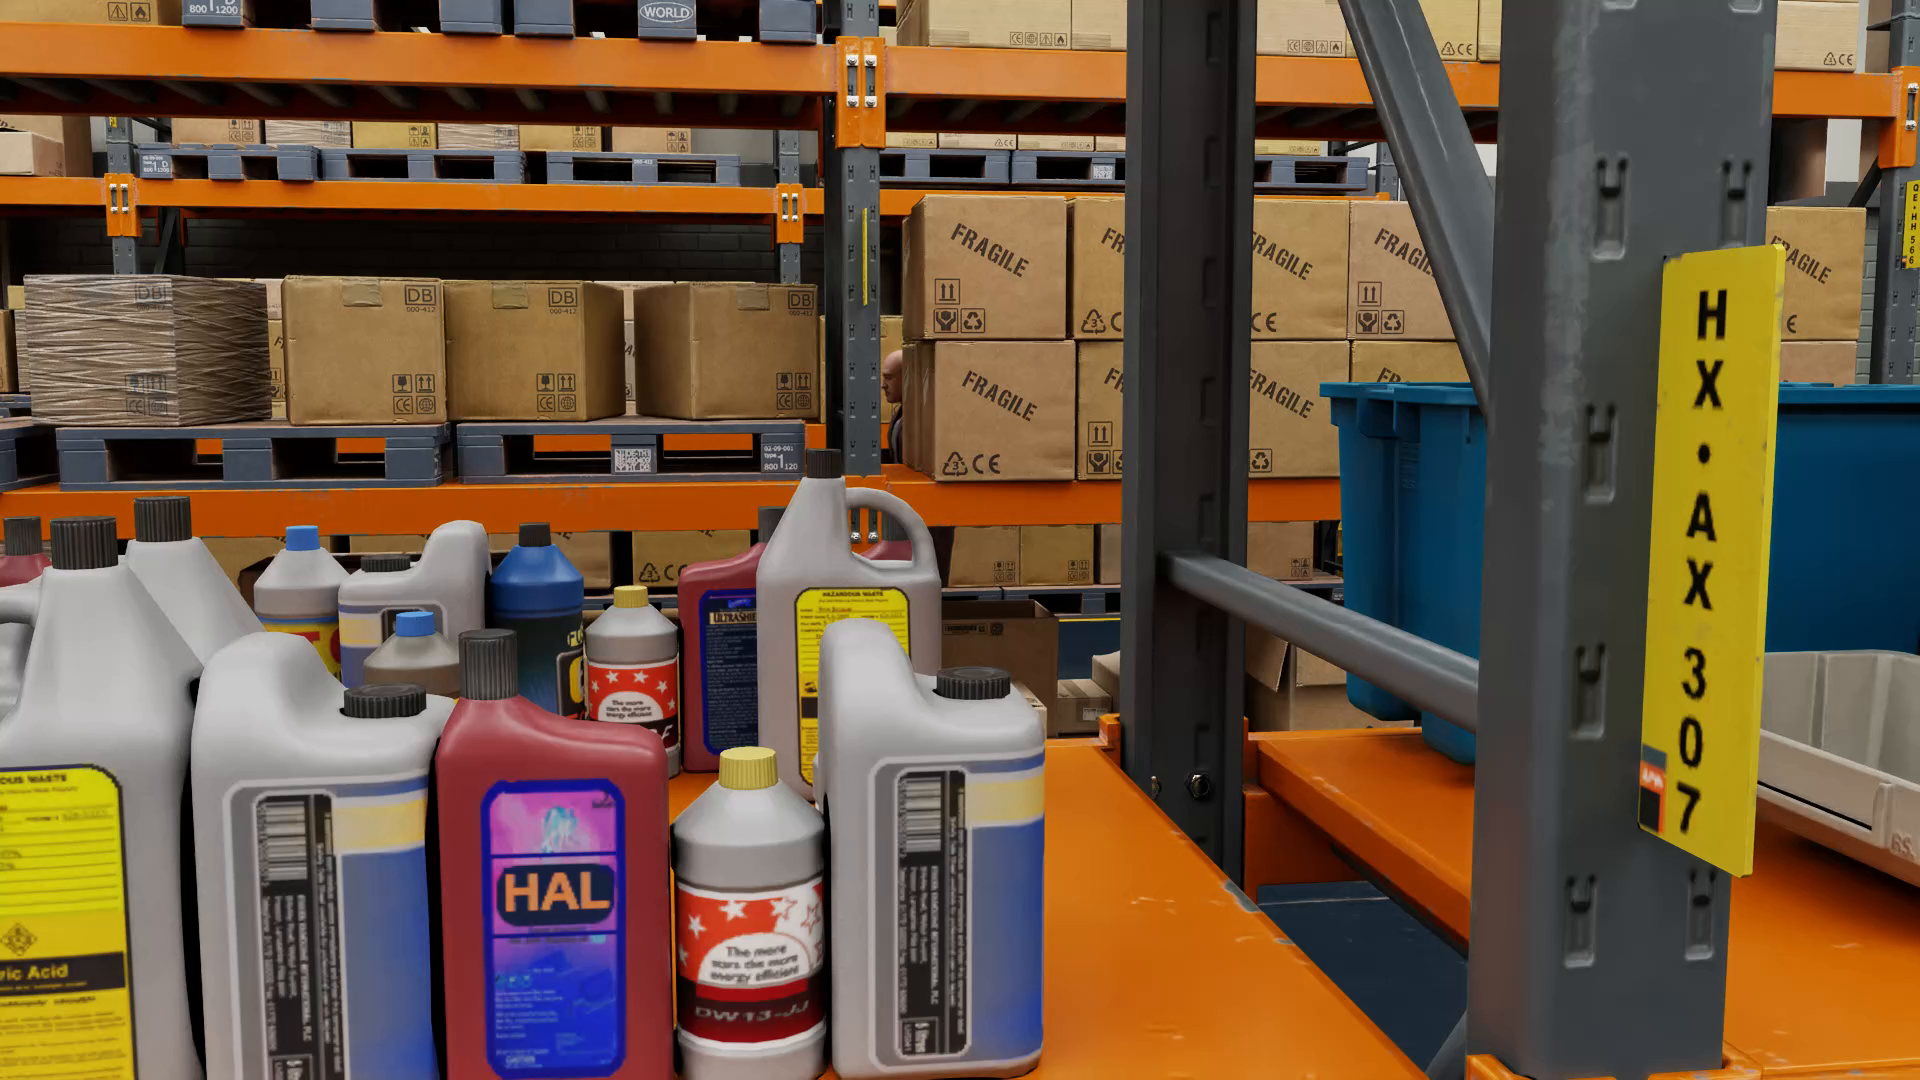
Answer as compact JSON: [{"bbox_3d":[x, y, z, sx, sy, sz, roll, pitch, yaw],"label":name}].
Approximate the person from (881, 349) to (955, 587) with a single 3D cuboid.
[{"bbox_3d":[-0.224,-0.019,7.939,0.424,1.775,0.654,-2,7,-15],"label":"person"}]
